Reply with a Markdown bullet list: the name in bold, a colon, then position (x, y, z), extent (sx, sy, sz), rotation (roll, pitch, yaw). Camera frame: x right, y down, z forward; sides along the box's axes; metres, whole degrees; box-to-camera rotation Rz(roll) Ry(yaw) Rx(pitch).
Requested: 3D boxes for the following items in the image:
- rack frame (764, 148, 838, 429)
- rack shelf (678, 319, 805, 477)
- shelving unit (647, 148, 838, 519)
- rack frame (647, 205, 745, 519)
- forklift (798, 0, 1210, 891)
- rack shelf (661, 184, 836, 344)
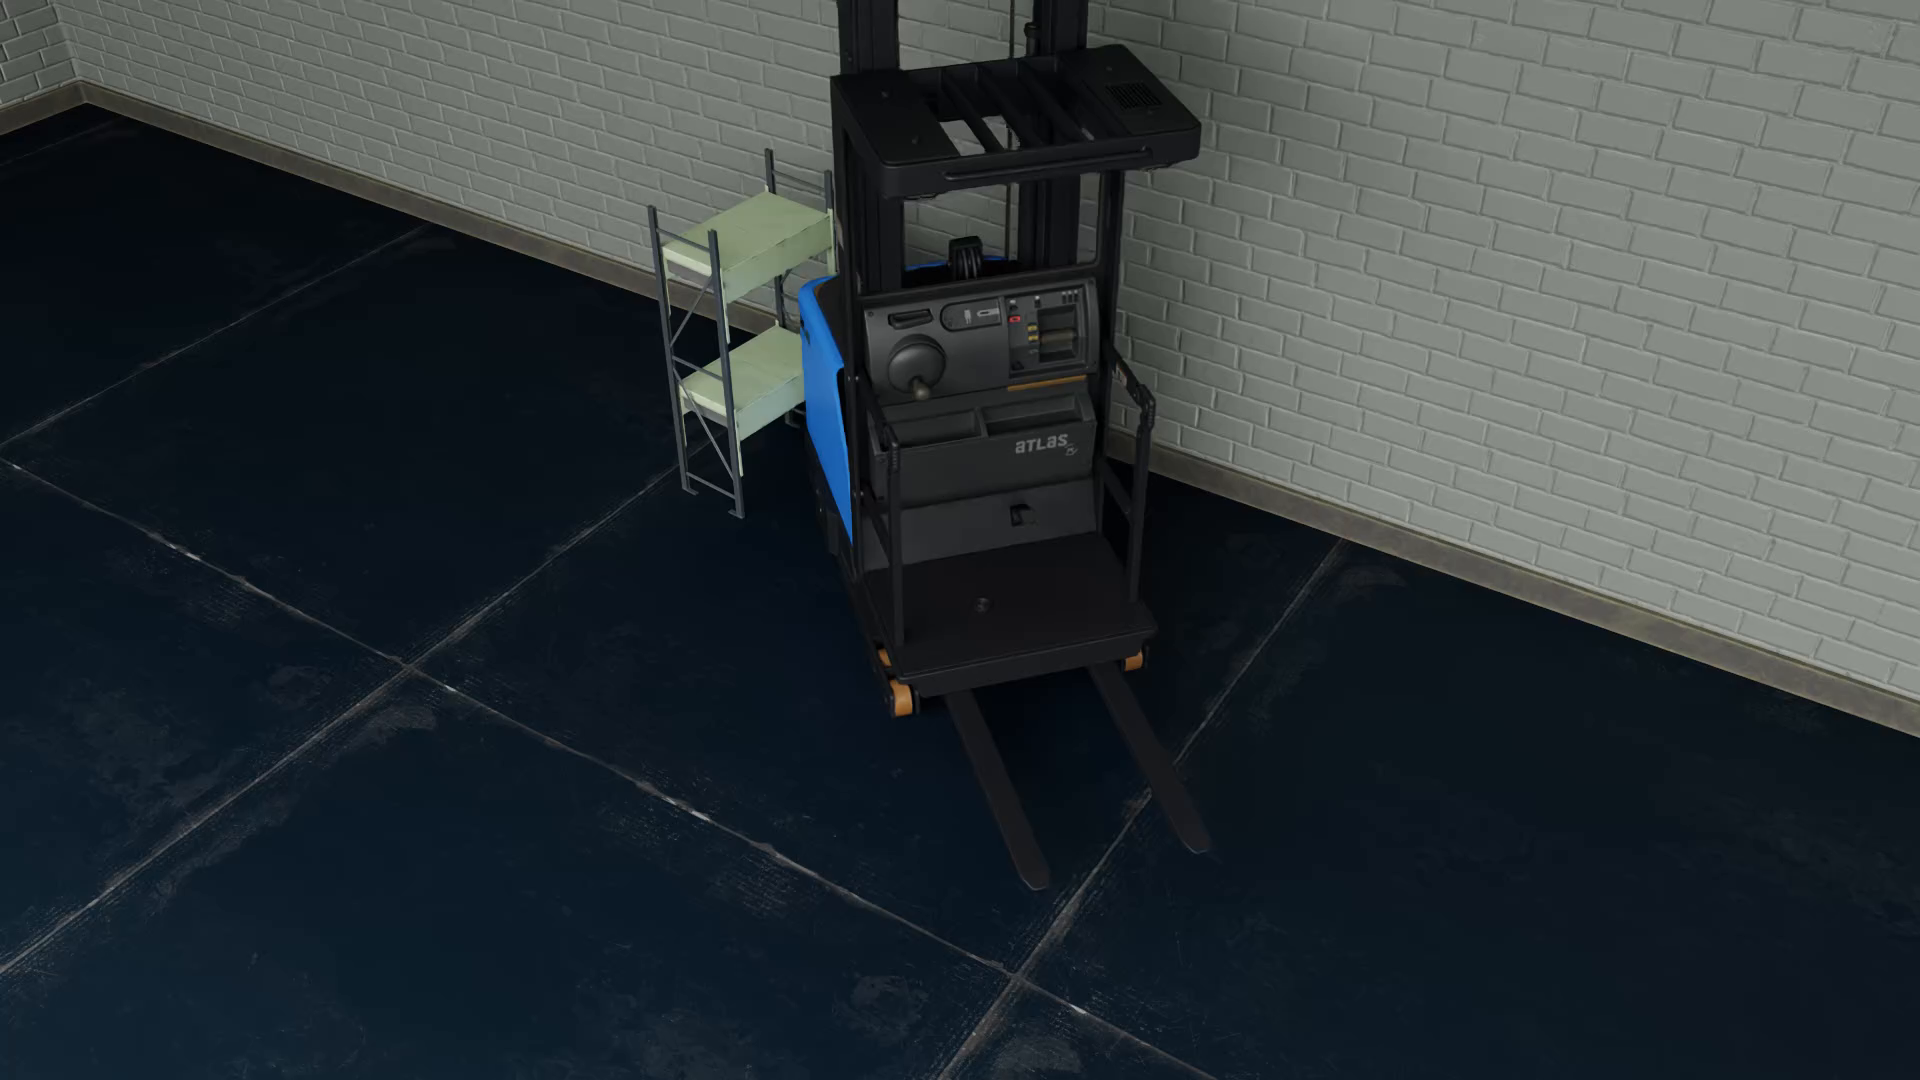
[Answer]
- **rack frame**: position (-0.732, -1.124, 7.980), extent (0.400, 1.500, 0.023), rotation (26, 44, 29)
- **rack shelf**: position (-0.958, -0.690, 7.951), extent (0.431, 0.370, 0.720), rotation (26, 44, 29)
- **shelving unit**: position (-0.958, -0.948, 7.752), extent (0.431, 1.500, 0.755), rotation (26, 44, 29)
- **rack frame**: position (-1.184, -0.772, 7.523), extent (0.400, 1.500, 0.023), rotation (26, 44, 29)
- **forklift**: position (0.154, -0.707, 6.266), extent (1.130, 2.935, 3.031), rotation (-10, 39, -13)
- **rack shelf**: position (-0.958, -1.257, 7.513), extent (0.431, 0.370, 0.720), rotation (26, 44, 29)
